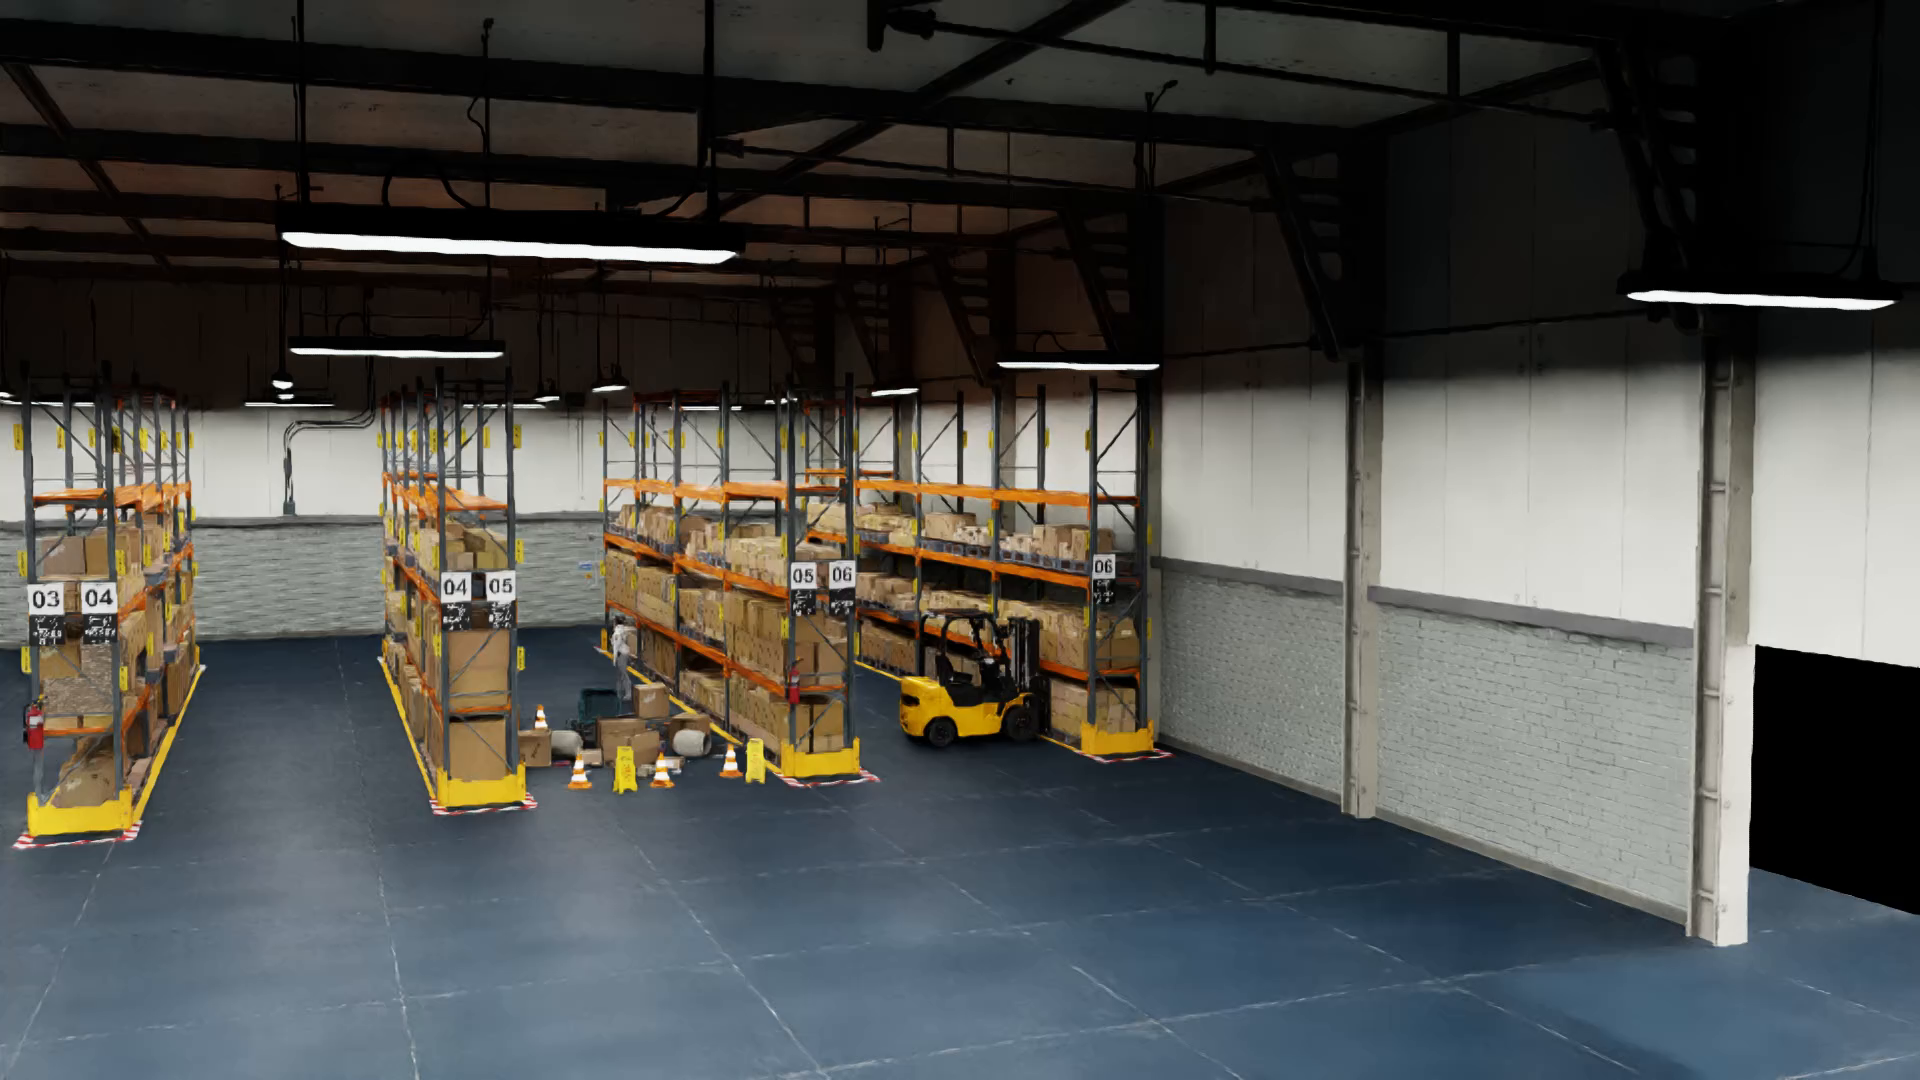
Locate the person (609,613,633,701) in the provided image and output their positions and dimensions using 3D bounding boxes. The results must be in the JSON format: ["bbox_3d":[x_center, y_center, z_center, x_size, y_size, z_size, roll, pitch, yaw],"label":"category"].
[{"bbox_3d":[-6.557,2.231,31.980,0.555,1.664,0.585,0,3,2],"label":"person"}]
